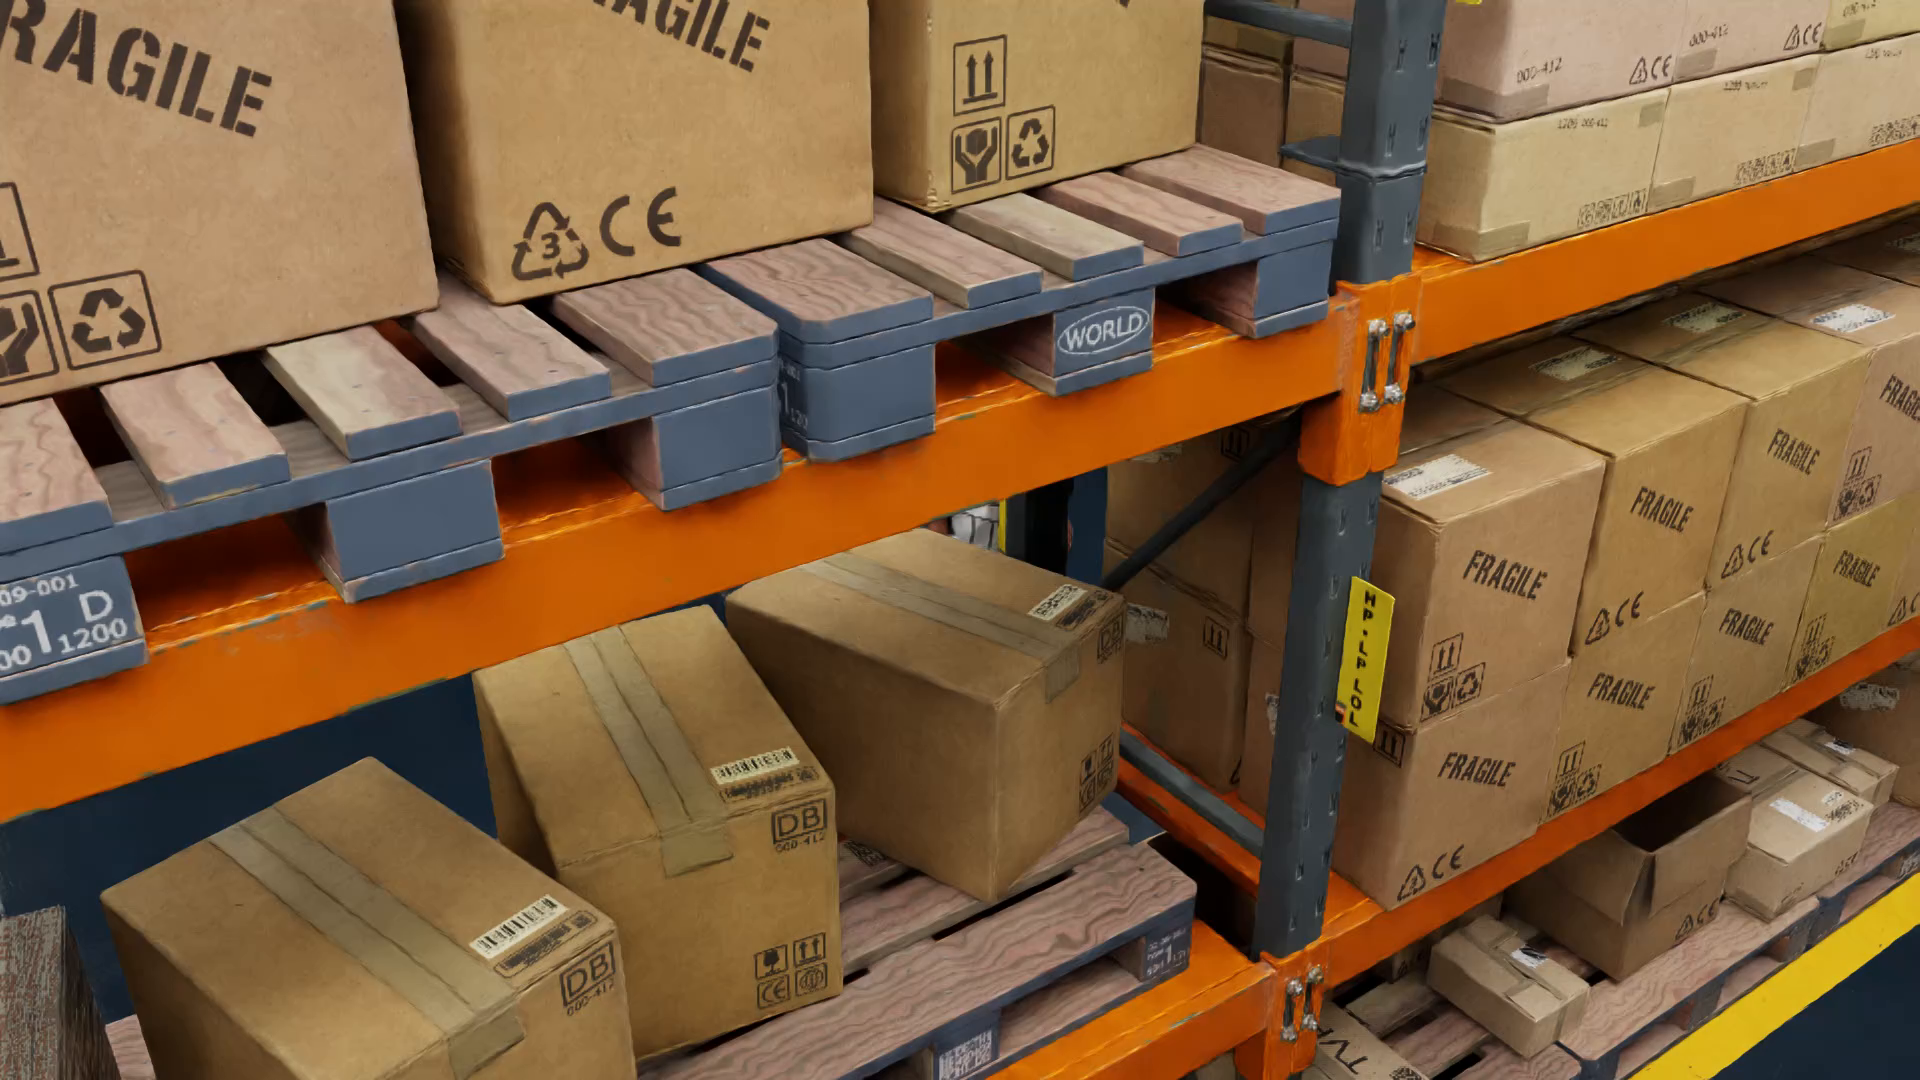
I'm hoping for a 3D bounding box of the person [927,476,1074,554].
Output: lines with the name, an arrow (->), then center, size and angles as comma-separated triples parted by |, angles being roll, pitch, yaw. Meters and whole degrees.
person -> 0.089, -0.048, 6.209 | 0.738, 1.743, 0.607 | -15, 32, -25
